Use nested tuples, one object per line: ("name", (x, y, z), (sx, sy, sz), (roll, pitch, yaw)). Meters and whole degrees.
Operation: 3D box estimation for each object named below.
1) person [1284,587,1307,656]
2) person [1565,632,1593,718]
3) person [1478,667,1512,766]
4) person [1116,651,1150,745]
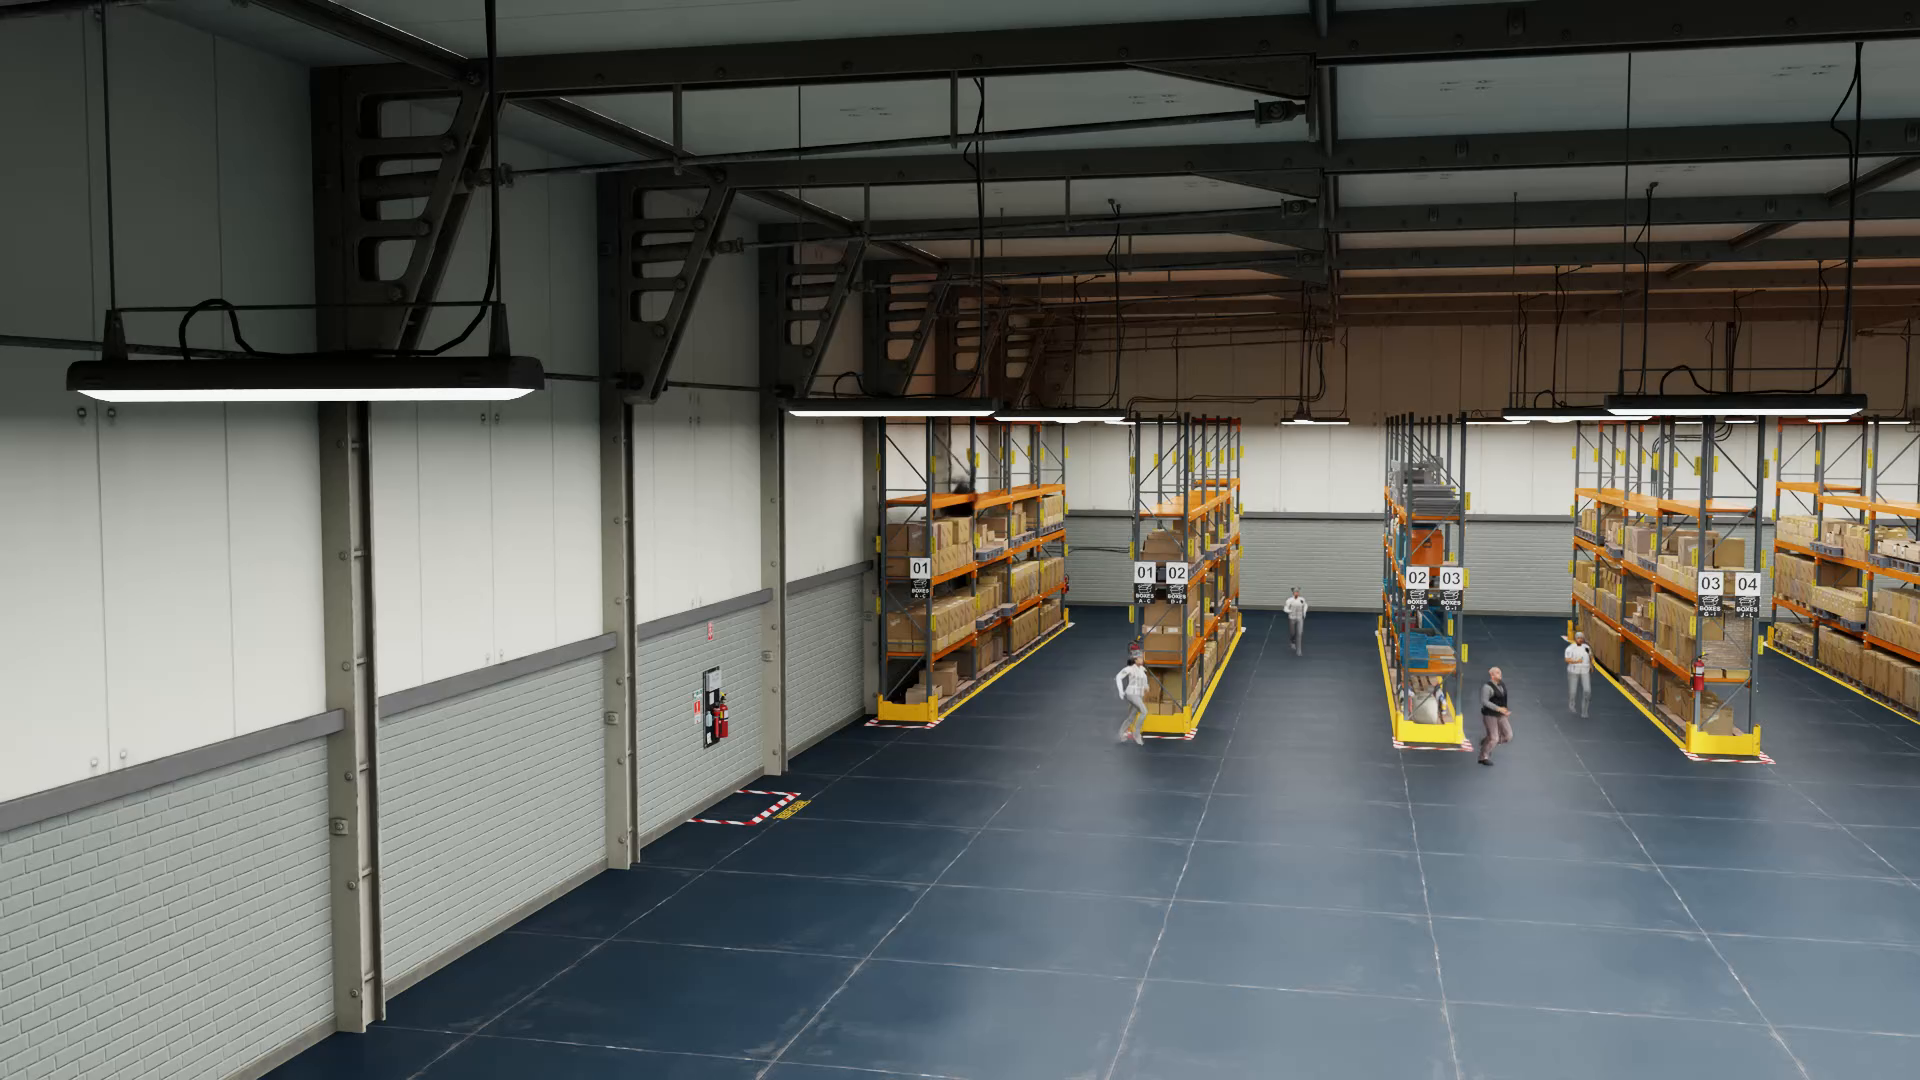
("person", (8.504, 2.023, 42.088), (0.611, 1.712, 0.924), (0, 4, 4))
("person", (12.271, 2.673, 32.952), (0.576, 1.712, 0.695), (1, 4, 10))
("person", (9.089, 2.986, 28.145), (0.683, 1.680, 0.631), (-3, 5, -37))
("person", (3.209, 2.840, 30.180), (0.648, 1.660, 0.595), (4, 5, 42))
